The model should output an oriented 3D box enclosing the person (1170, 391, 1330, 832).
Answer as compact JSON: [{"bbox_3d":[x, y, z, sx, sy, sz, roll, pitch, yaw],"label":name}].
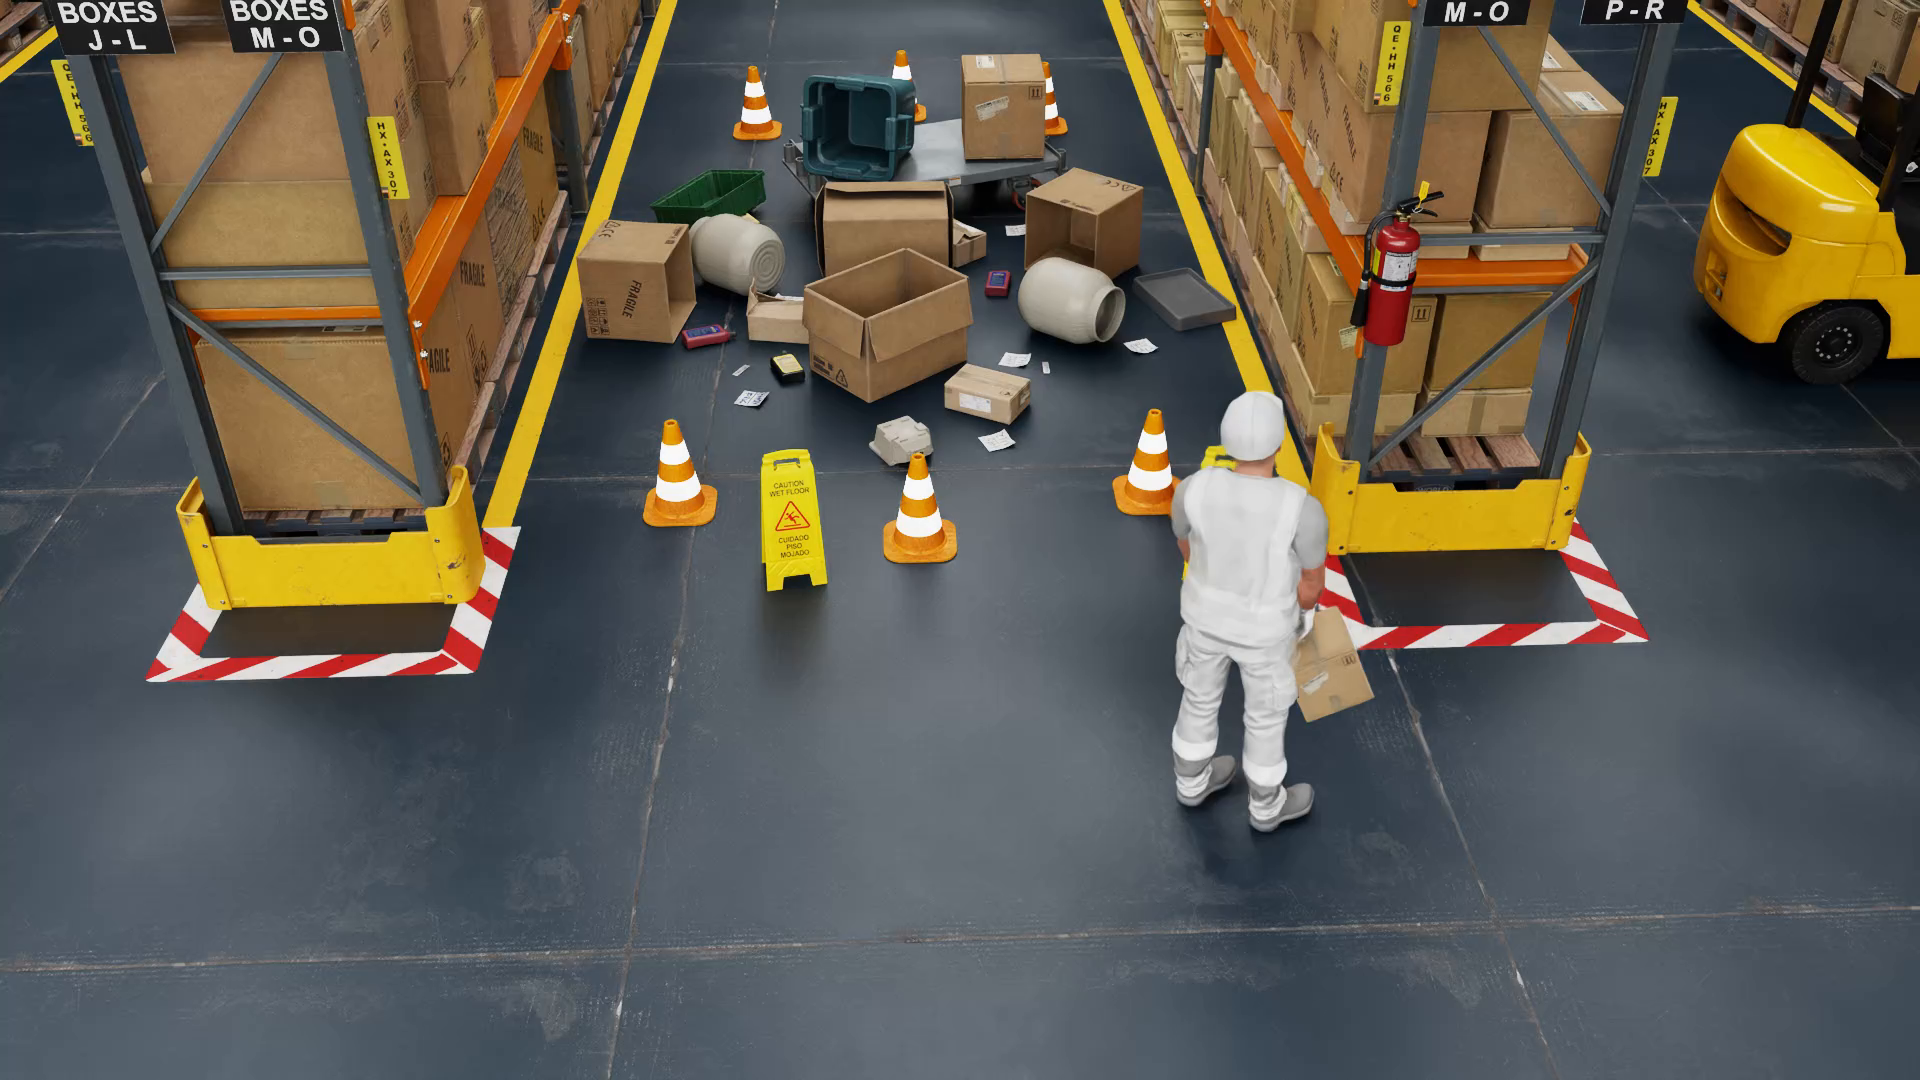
[{"bbox_3d":[1.006,0.254,5.727,0.580,1.799,0.458,15,38,20],"label":"person"}]
